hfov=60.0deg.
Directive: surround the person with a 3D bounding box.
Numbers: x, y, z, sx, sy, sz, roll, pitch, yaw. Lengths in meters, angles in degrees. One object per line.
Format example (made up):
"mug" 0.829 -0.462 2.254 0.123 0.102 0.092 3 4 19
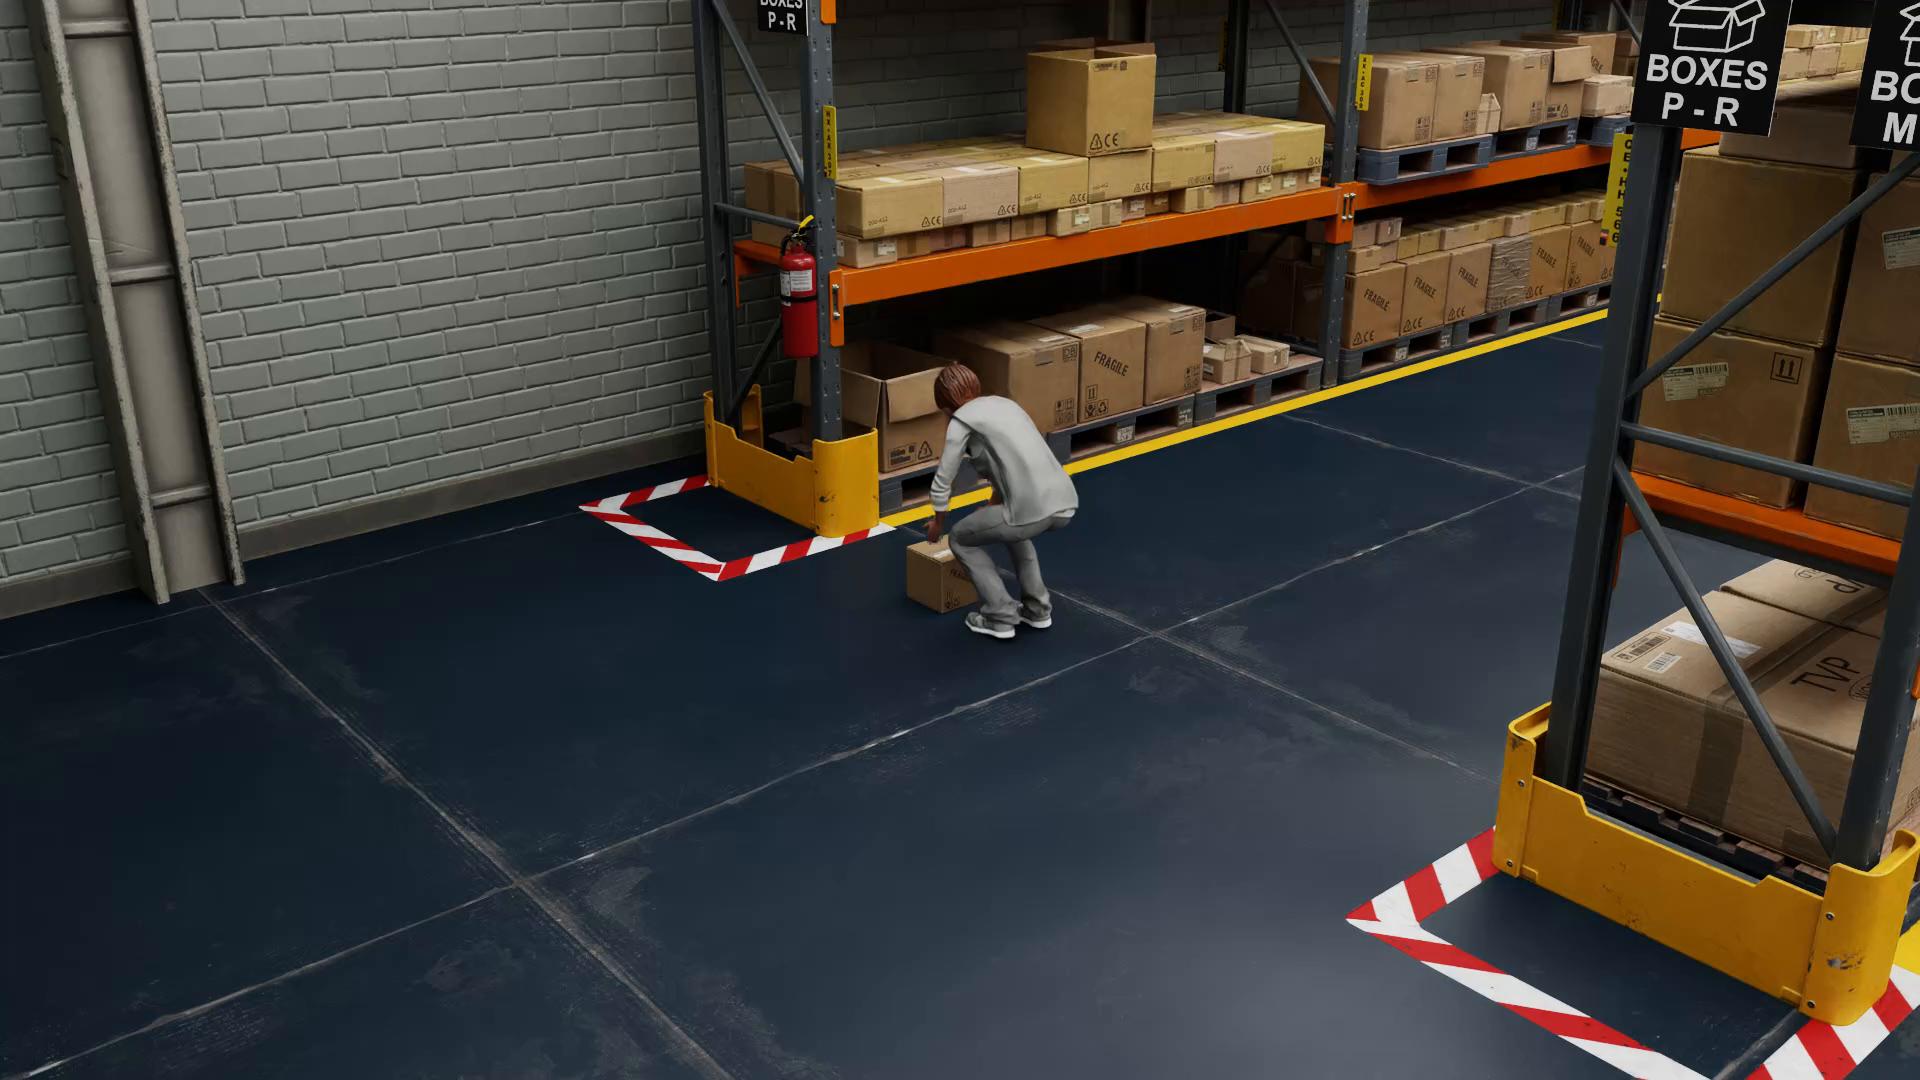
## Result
"person" 0.160 -0.140 7.125 0.463 1.115 0.736 -17 27 -37
